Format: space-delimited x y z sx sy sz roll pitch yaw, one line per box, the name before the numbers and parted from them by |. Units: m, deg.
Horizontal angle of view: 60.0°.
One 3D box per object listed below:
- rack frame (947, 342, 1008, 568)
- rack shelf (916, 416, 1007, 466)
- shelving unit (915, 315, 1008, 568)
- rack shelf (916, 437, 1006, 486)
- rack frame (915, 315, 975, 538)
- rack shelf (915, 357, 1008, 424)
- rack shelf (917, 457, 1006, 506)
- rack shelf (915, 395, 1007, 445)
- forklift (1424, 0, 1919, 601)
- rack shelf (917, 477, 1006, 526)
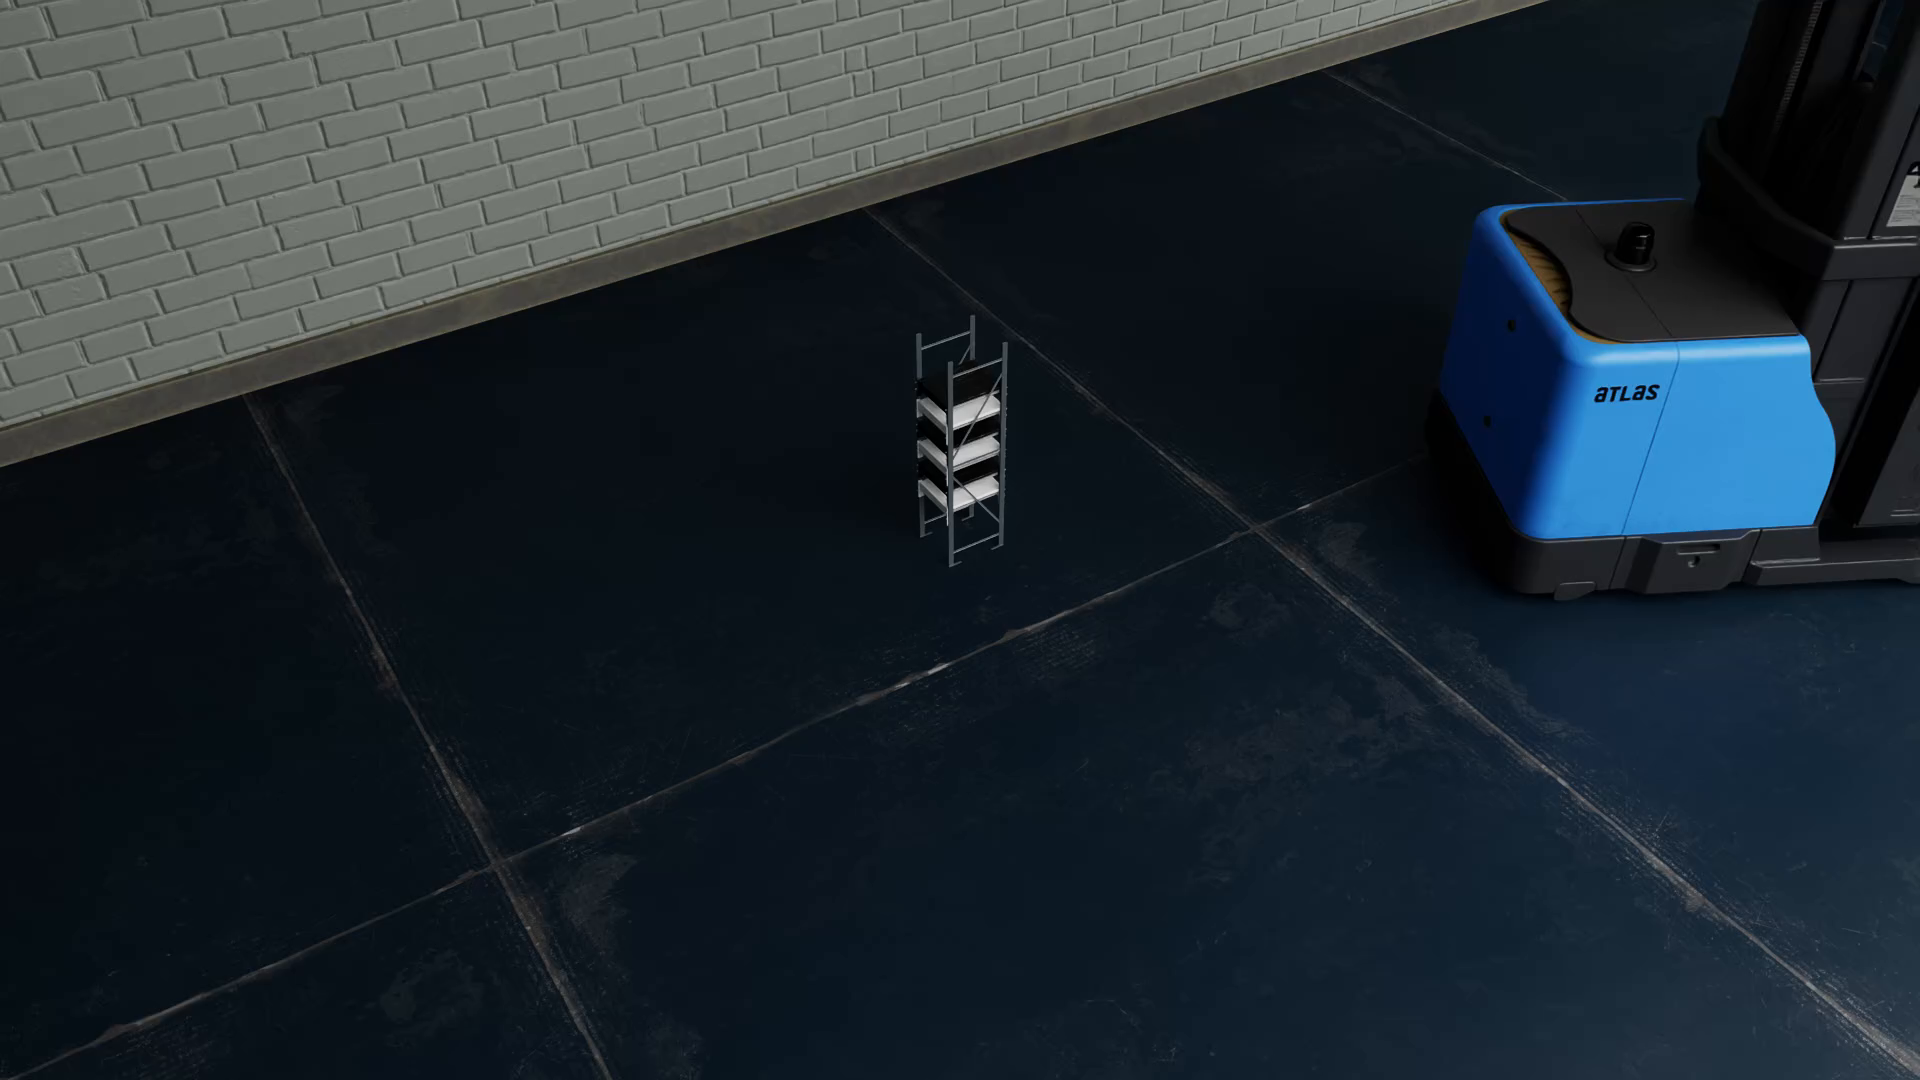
rack frame | 0.059 -0.286 5.891 0.240 0.900 0.006 -22 45 -24
rack shelf | 0.004 -0.385 5.920 0.258 0.077 0.200 -22 45 -24
shelving unit | 0.004 -0.341 5.957 0.258 0.900 0.210 -22 45 -24
rack shelf | 0.004 -0.316 5.978 0.258 0.077 0.200 -22 45 -24
rack frame | -0.050 -0.396 6.023 0.240 0.900 0.006 -22 45 -24
rack shelf | 0.004 -0.523 5.805 0.258 0.077 0.200 -22 45 -24
rack shelf | 0.004 -0.247 6.036 0.258 0.077 0.200 -22 45 -24
rack shelf | 0.004 -0.454 5.863 0.258 0.077 0.200 -22 45 -24
forklift | 3.396 -1.291 5.509 3.031 2.935 1.130 -3 40 -4
rack shelf | 0.004 -0.177 6.093 0.258 0.077 0.200 -22 45 -24
